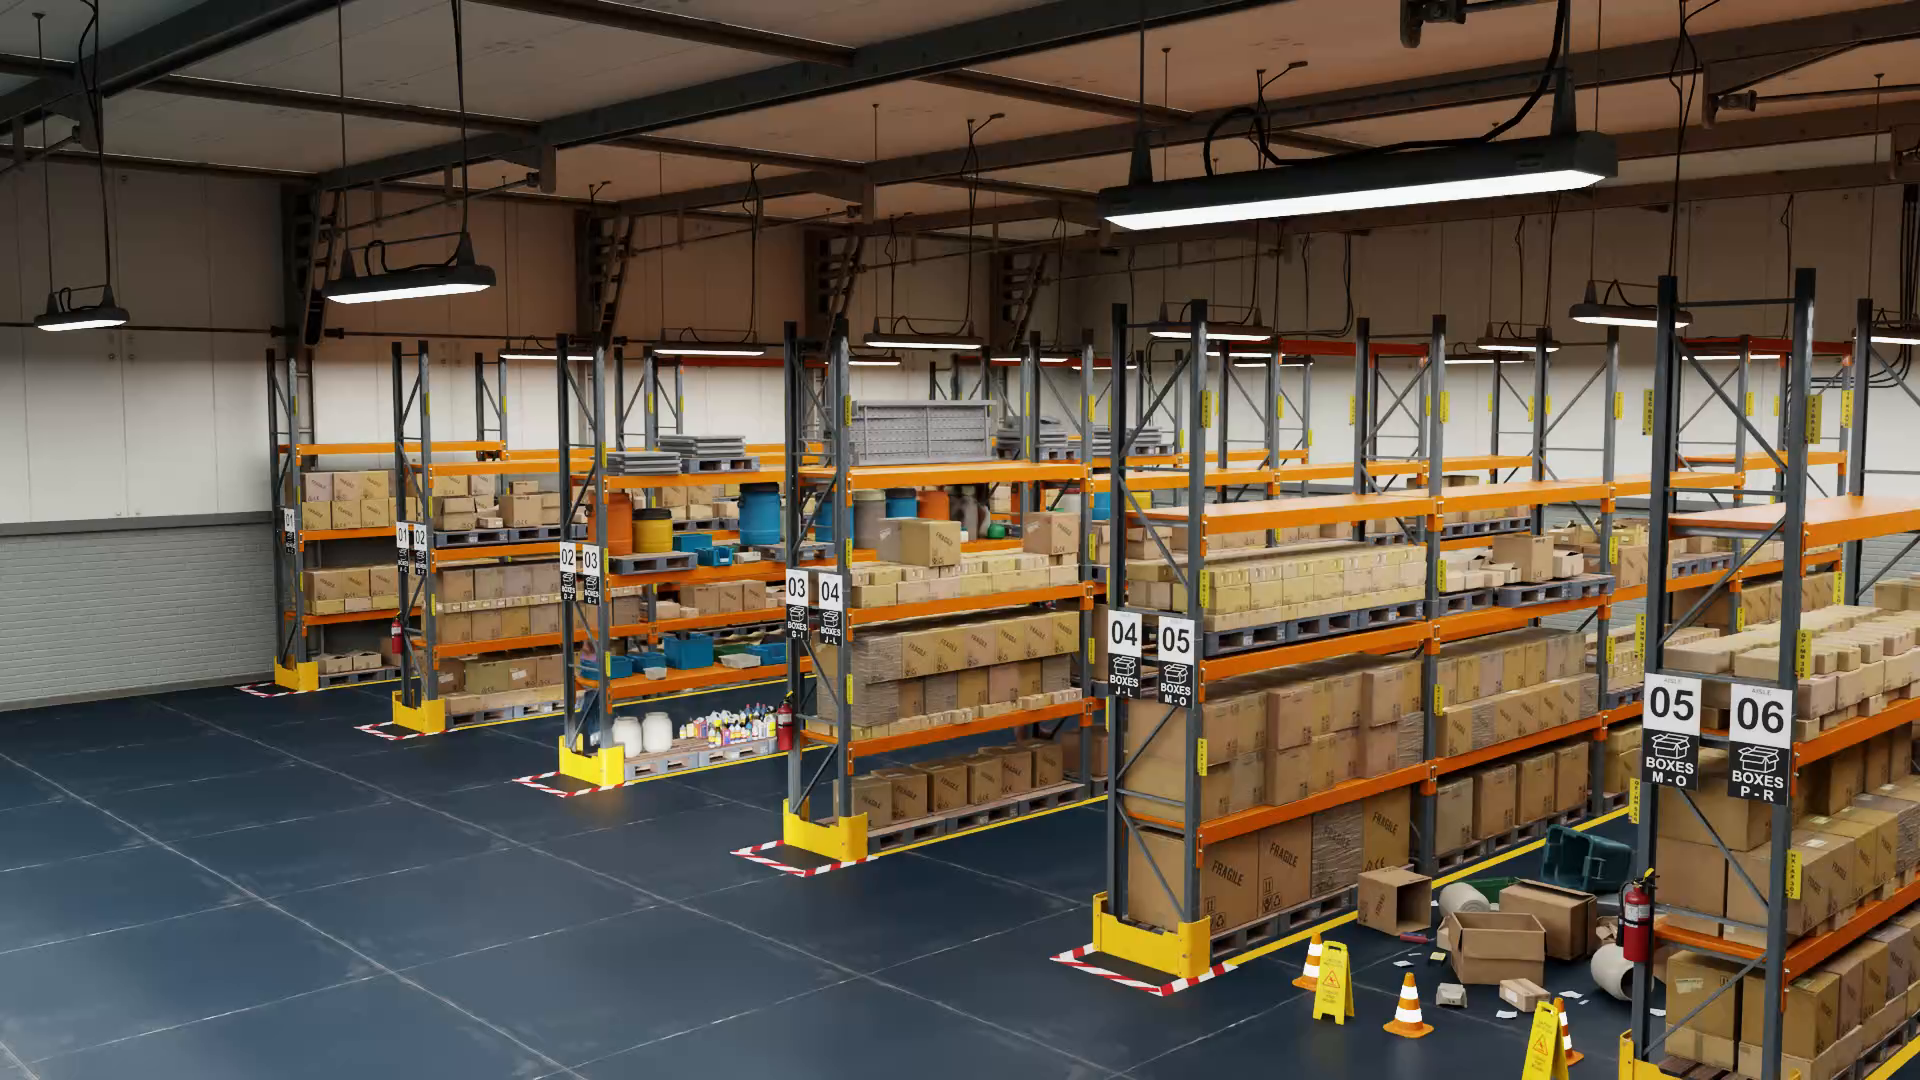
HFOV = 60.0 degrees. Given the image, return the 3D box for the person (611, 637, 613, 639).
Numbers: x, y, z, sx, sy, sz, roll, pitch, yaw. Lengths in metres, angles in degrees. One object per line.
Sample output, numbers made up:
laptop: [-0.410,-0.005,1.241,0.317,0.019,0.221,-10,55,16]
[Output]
person: [-6.619,1.617,30.755,0.647,1.751,0.735,4,6,39]

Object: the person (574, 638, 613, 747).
person: [-5.433,2.243,24.667,0.521,1.597,0.717,4,6,35]

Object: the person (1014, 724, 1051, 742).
person: [1.026,2.312,23.533,0.802,1.666,0.572,-4,6,-40]
